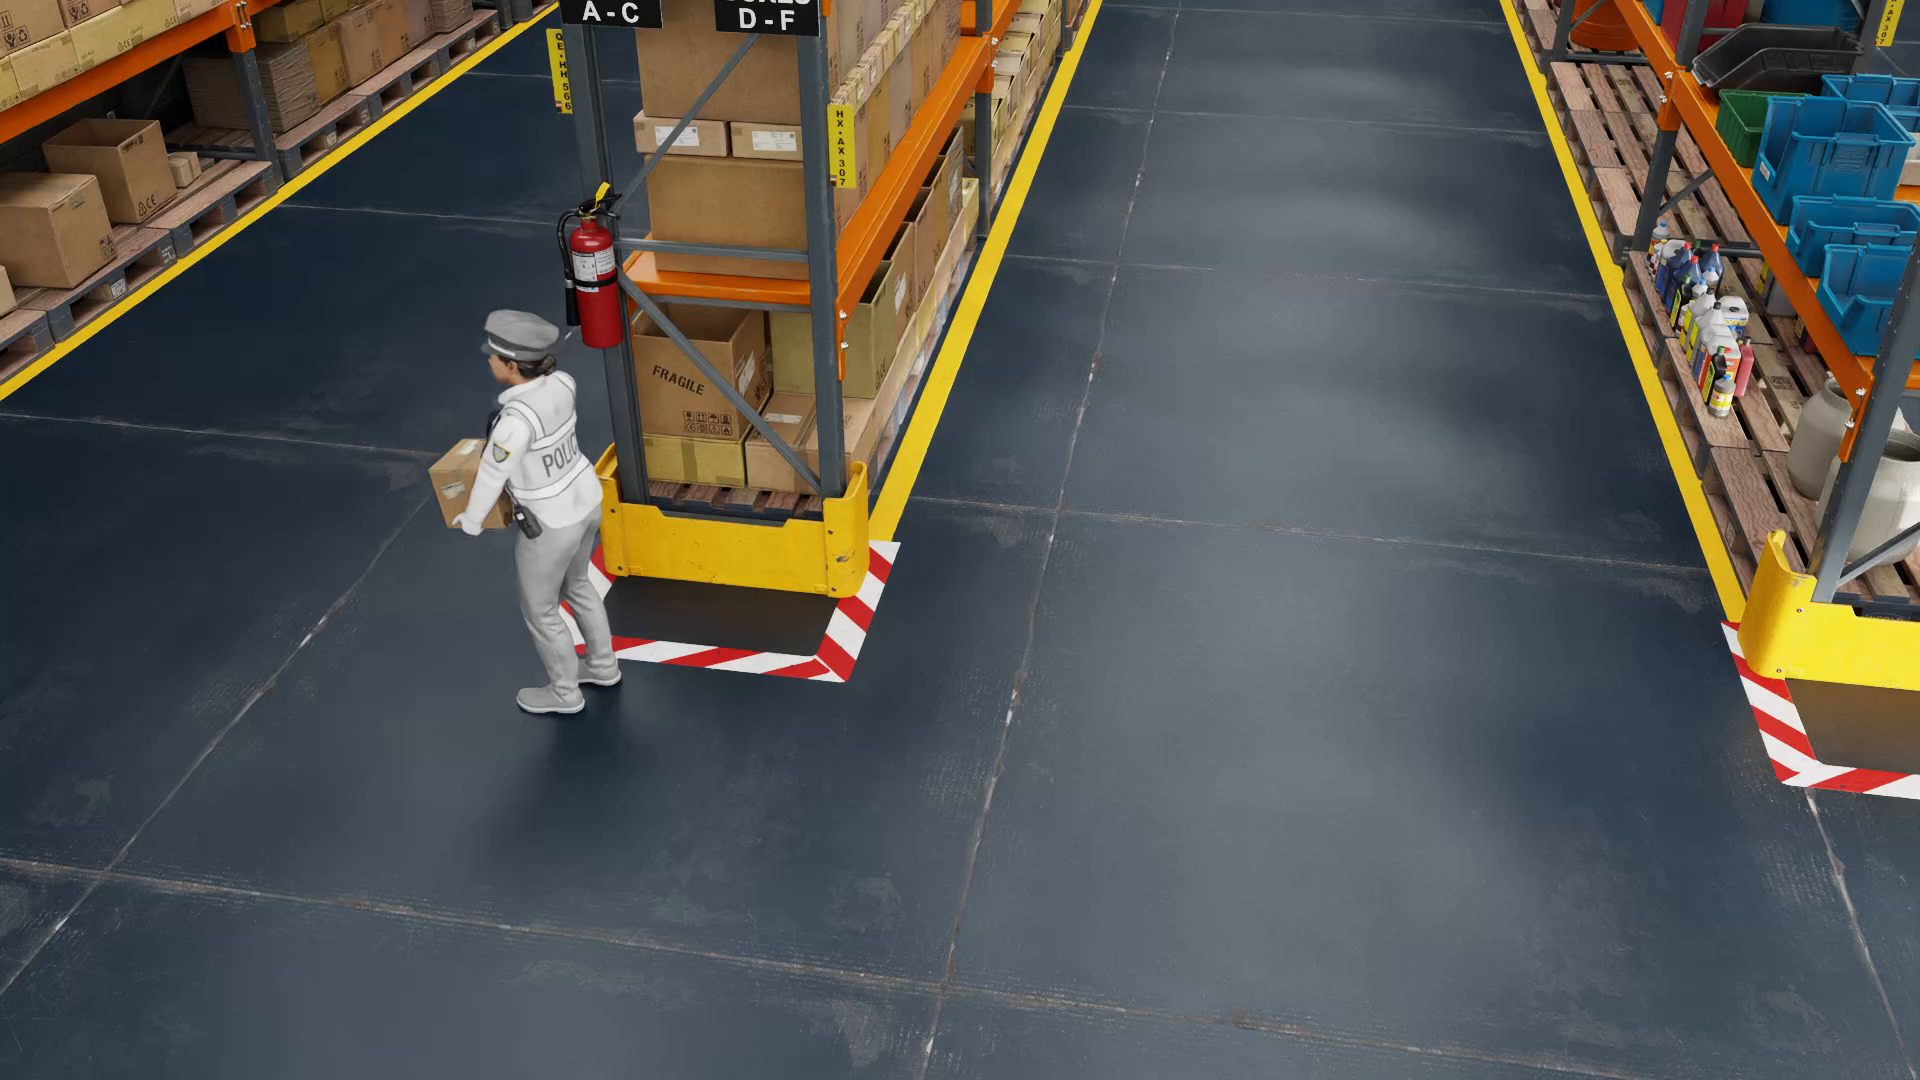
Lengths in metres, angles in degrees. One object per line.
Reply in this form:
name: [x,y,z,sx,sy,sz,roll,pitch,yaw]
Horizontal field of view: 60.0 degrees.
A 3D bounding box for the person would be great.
person: [-1.615,-0.087,6.265,0.529,1.682,0.416,9,34,14]
